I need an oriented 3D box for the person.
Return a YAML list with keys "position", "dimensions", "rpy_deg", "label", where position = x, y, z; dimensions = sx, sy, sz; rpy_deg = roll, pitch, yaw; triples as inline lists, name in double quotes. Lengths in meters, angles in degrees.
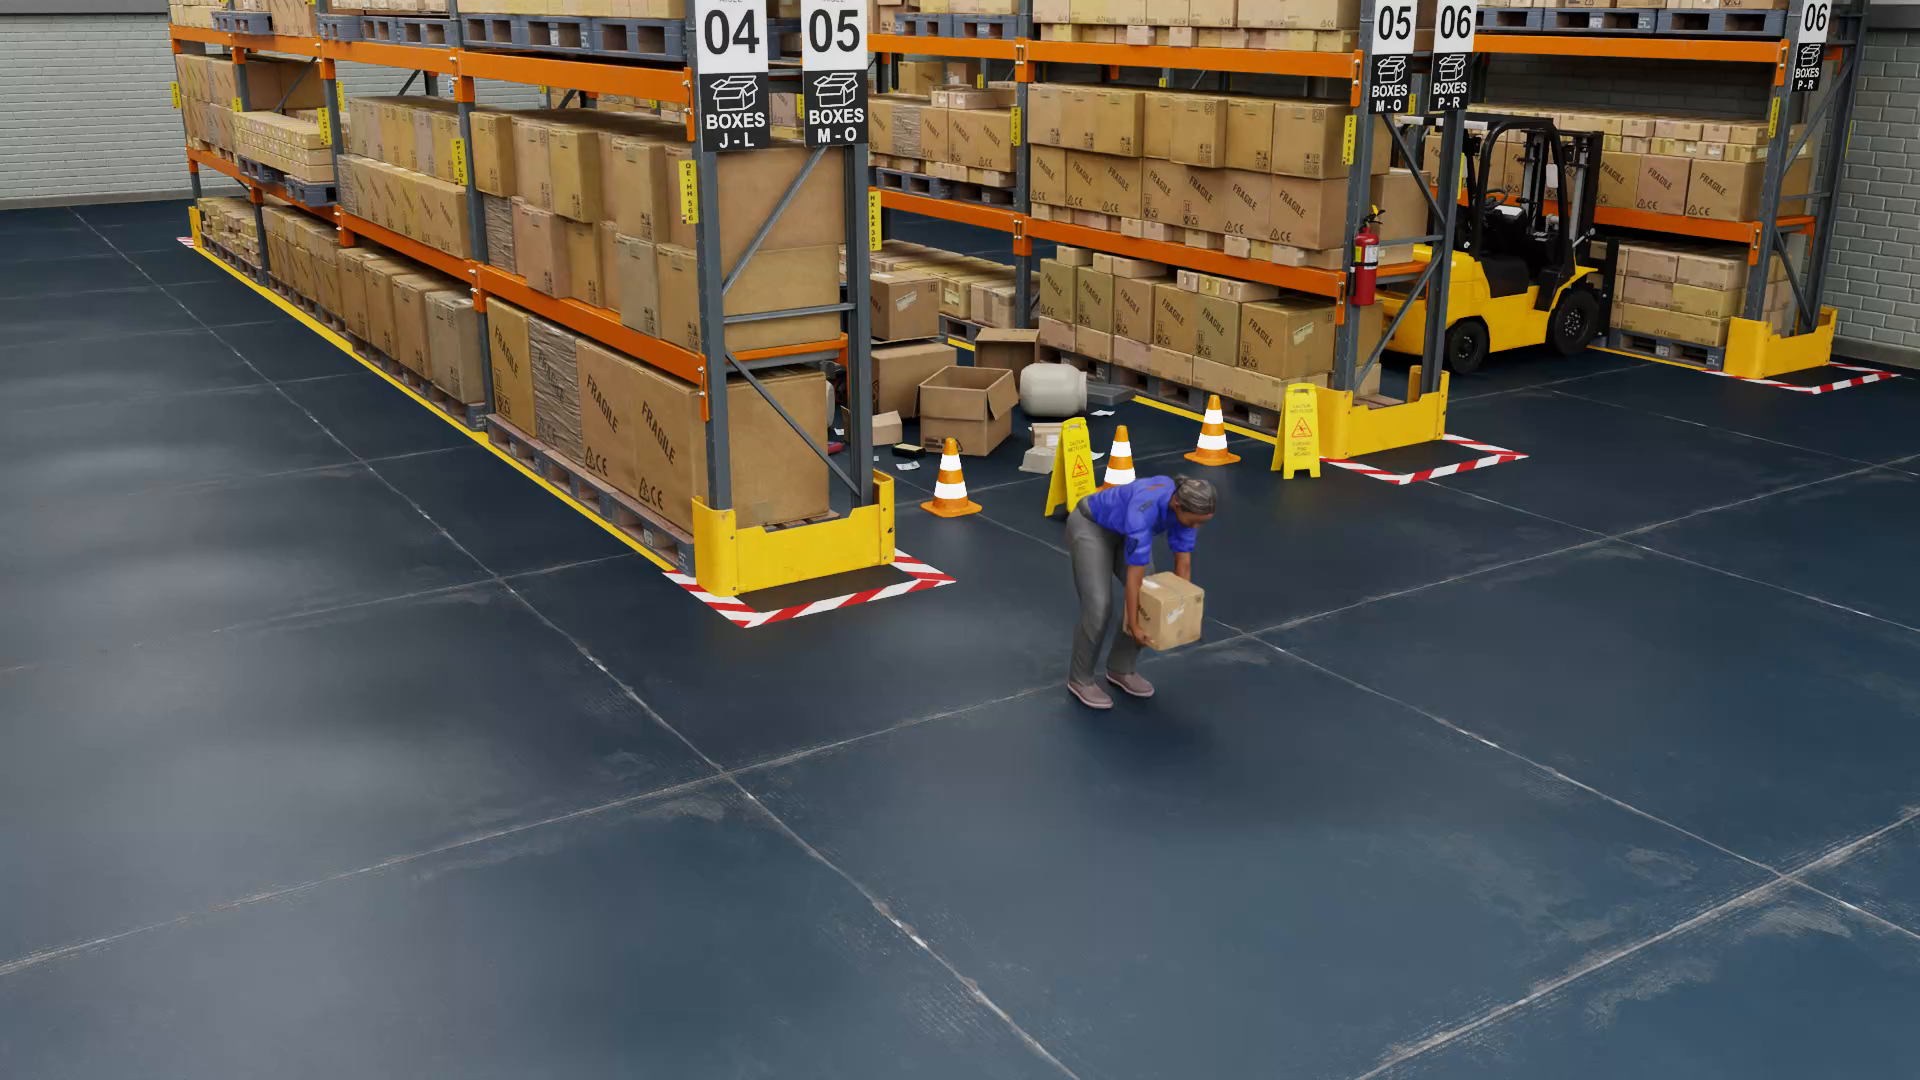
- position: [0.835, 0.223, 7.628]
  dimensions: [0.413, 1.201, 0.844]
  rpy_deg: [-12, 22, -33]
  label: "person"
